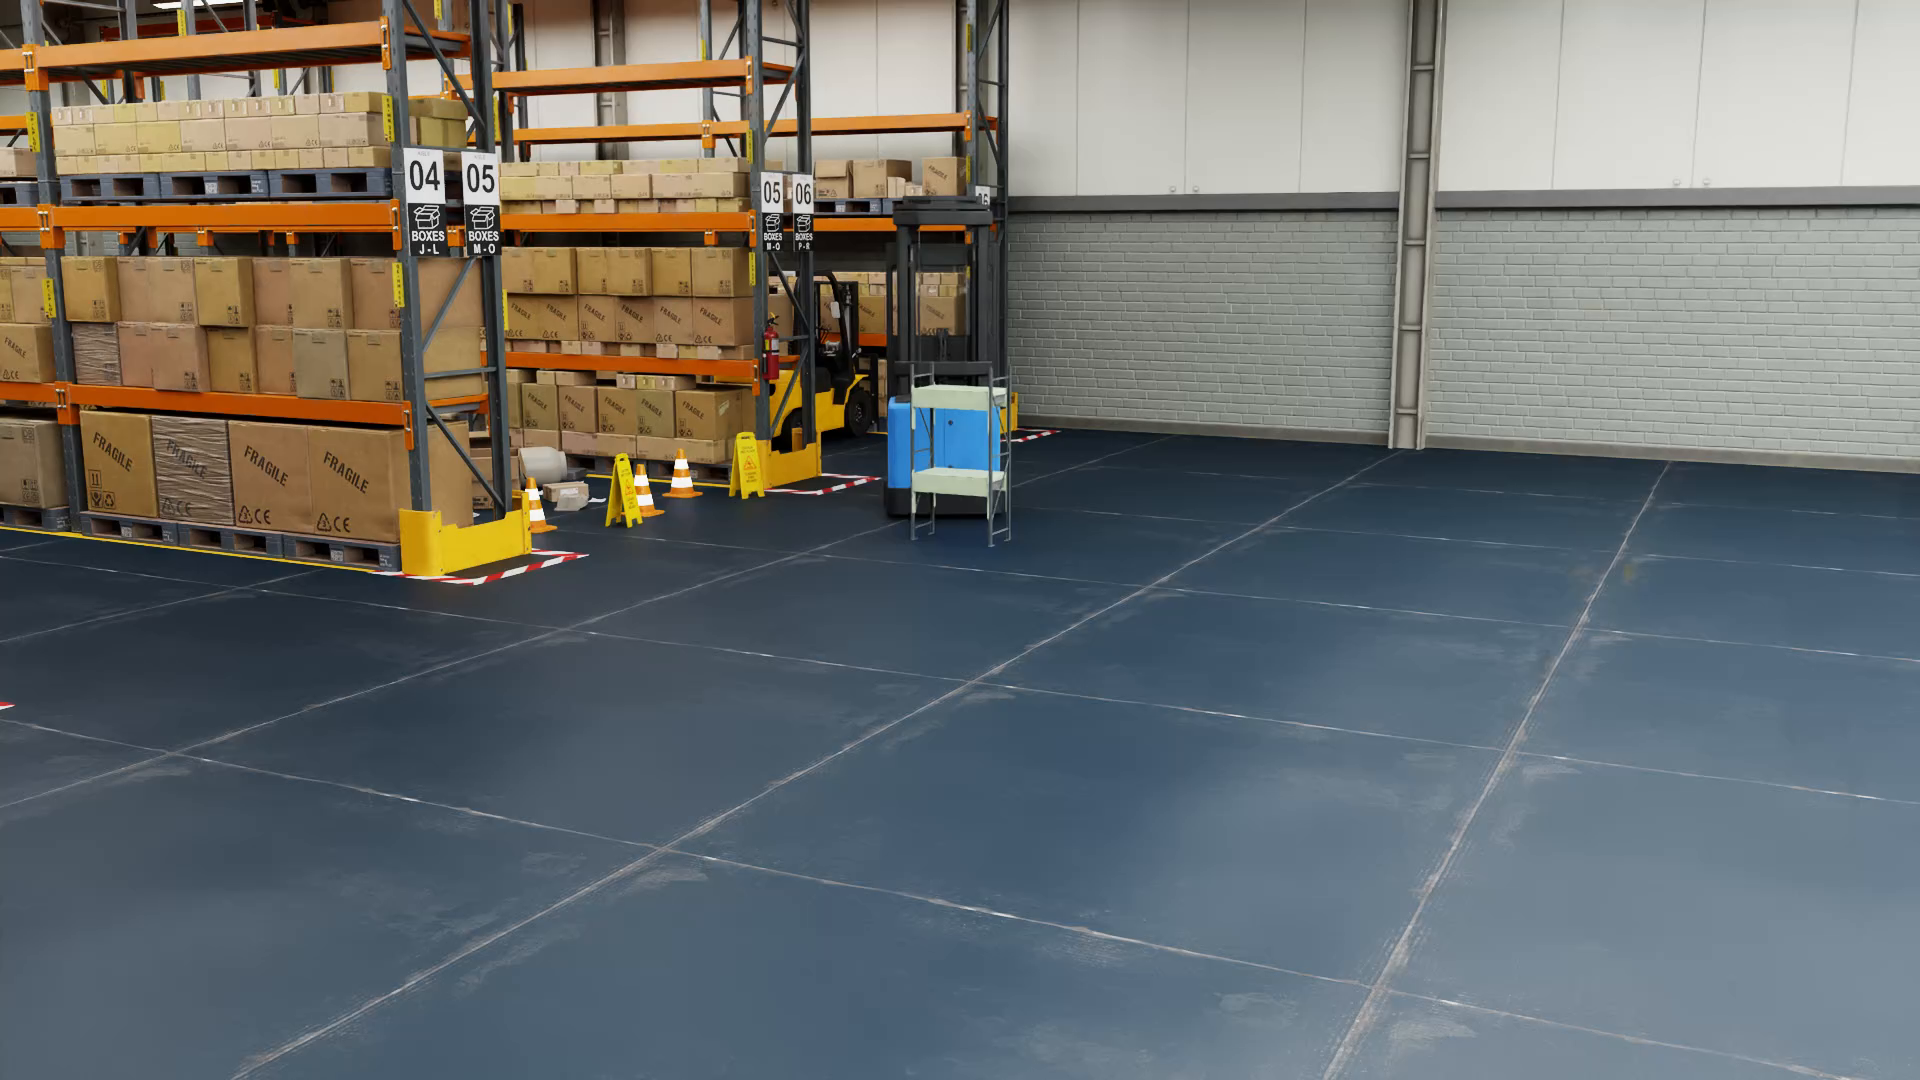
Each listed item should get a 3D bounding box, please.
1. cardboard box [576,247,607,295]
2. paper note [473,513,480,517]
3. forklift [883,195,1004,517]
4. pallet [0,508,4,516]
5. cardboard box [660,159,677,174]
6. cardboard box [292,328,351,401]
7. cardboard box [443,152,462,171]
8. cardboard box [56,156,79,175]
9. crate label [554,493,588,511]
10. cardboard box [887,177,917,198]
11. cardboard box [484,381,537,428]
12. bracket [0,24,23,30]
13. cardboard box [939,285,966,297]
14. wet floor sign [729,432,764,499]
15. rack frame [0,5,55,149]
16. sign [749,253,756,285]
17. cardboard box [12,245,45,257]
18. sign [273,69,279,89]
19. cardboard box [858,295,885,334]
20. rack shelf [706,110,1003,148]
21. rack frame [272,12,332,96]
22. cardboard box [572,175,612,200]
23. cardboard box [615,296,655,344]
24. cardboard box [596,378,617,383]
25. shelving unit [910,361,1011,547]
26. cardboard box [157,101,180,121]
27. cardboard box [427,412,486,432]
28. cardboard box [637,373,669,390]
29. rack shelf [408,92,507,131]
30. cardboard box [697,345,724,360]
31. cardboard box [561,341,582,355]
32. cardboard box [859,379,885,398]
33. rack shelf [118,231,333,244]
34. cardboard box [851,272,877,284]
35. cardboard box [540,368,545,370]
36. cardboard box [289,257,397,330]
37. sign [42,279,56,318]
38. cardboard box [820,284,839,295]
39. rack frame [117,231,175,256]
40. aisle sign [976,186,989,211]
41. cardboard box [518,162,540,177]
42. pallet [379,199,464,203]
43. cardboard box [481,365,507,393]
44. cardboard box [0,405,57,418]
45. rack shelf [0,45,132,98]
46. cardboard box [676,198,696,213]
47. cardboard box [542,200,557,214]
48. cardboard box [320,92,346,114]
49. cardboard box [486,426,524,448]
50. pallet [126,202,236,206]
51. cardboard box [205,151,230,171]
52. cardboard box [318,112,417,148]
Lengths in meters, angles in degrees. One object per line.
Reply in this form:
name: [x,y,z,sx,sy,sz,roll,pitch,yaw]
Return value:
cardboard box: [-3.726,-2.918,18.008,0.500,0.500,0.700,5,11,25]
paper note: [-4.550,-0.230,15.419,0.144,0.017,0.142,-10,14,-43]
forklift: [-0.174,-1.874,16.355,1.130,2.935,3.031,0,10,-1]
pallet: [-9.343,-0.388,15.781,1.213,0.211,1.003,5,11,26]
cardboard box: [-2.922,-3.895,17.372,0.250,0.149,0.380,5,11,26]
cardboard box: [-4.788,-1.436,13.321,0.550,0.550,0.875,5,11,26]
cardboard box: [-4.098,-2.987,13.133,0.250,0.149,0.380,5,11,26]
cardboard box: [-7.343,-3.141,13.984,0.250,0.149,0.380,5,11,25]
crate label: [-3.707,-0.366,15.868,0.298,0.136,0.250,-1,10,-4]
cardboard box: [-0.744,-4.594,21.688,0.258,0.266,0.396,5,11,26]
cardboard box: [-5.010,-1.547,18.791,0.500,0.500,0.500,6,12,29]
bracket: [-19.042,-9.429,30.951,5.218,0.066,0.076,5,11,26]
cardboard box: [-0.074,-3.243,21.623,0.250,0.149,0.380,5,11,27]
wet floor sign: [-2.135,-0.754,16.587,0.267,0.644,0.232,-10,14,-43]
rack frame: [-12.594,-5.996,22.095,0.127,3.000,1.000,5,11,26]
sign: [-2.096,-2.737,16.792,0.005,0.325,0.100,5,11,26]
cardboard box: [-12.762,-3.971,22.840,0.250,0.149,0.380,5,11,25]
sign: [-10.657,-7.203,25.915,0.005,0.325,0.100,5,11,26]
cardboard box: [-1.118,-3.021,22.217,0.500,0.500,0.500,5,11,25]
rack shelf: [-1.433,-5.451,22.222,4.000,0.370,1.077,5,11,26]
rack frame: [-10.401,-6.789,26.477,0.127,3.000,1.000,5,11,26]
cardboard box: [-3.782,-3.764,17.769,0.500,0.250,0.500,5,11,26]
cardboard box: [-3.335,-2.373,17.805,0.500,0.500,0.500,5,11,26]
cardboard box: [-3.855,-1.553,18.825,0.500,0.500,0.500,6,12,29]
shelving unit: [0.006,-0.737,14.094,0.755,1.500,0.431,5,11,26]
cardboard box: [-6.201,-3.433,13.360,0.250,0.149,0.380,5,11,26]
cardboard box: [-5.891,-1.369,19.569,0.625,0.372,0.950,5,11,27]
cardboard box: [-3.249,-1.701,17.819,0.250,0.149,0.380,5,12,27]
rack shelf: [-7.213,-4.973,19.582,4.000,0.370,1.077,5,11,26]
cardboard box: [-2.539,-1.973,17.413,0.250,0.149,0.380,5,11,25]
cardboard box: [-4.136,-2.112,18.183,0.250,0.149,0.380,5,11,26]
cardboard box: [-1.132,-2.058,22.319,0.500,0.250,0.500,5,11,25]
rack shelf: [-12.194,-5.117,27.679,4.000,0.370,1.077,5,11,26]
cardboard box: [-1.243,-3.486,22.130,0.250,0.149,0.380,5,12,27]
cardboard box: [-6.260,-2.509,25.160,0.625,0.625,0.875,5,12,28]
cardboard box: [-4.782,-1.969,13.236,0.550,0.550,0.875,5,11,26]
sign: [-7.750,-2.059,14.155,0.005,0.325,0.100,5,11,26]
cardboard box: [-1.679,-3.383,22.399,0.250,0.149,0.380,5,11,25]
rack frame: [-13.988,-4.153,28.752,0.127,3.000,1.000,5,11,26]
aisle sign: [0.290,-4.119,21.267,0.004,0.787,0.394,5,11,26]
cardboard box: [-4.579,-4.019,18.057,0.250,0.149,0.380,5,11,25]
pallet: [-5.926,-3.863,19.258,1.003,0.211,1.213,5,11,26]
cardboard box: [-7.288,-2.498,25.449,0.500,0.500,0.500,5,12,27]
cardboard box: [-8.979,-0.826,15.511,0.750,0.750,1.050,5,11,26]
rack shelf: [-9.313,-4.174,15.170,4.000,0.370,1.077,5,11,26]
cardboard box: [-2.737,-3.475,17.293,0.250,0.149,0.380,5,12,28]
cardboard box: [-4.326,-3.622,18.105,0.250,0.149,0.380,5,11,24]
cardboard box: [-4.607,-3.293,12.587,0.250,0.149,0.380,5,11,26]
cardboard box: [-5.010,-1.178,18.858,0.500,0.250,0.500,4,11,23]
pallet: [-9.608,-4.155,20.871,1.003,0.211,1.213,6,12,28]
cardboard box: [-5.748,-3.001,13.211,0.250,0.149,0.380,5,11,27]
cardboard box: [-4.495,-3.099,12.632,0.500,0.250,0.500,5,11,27]
